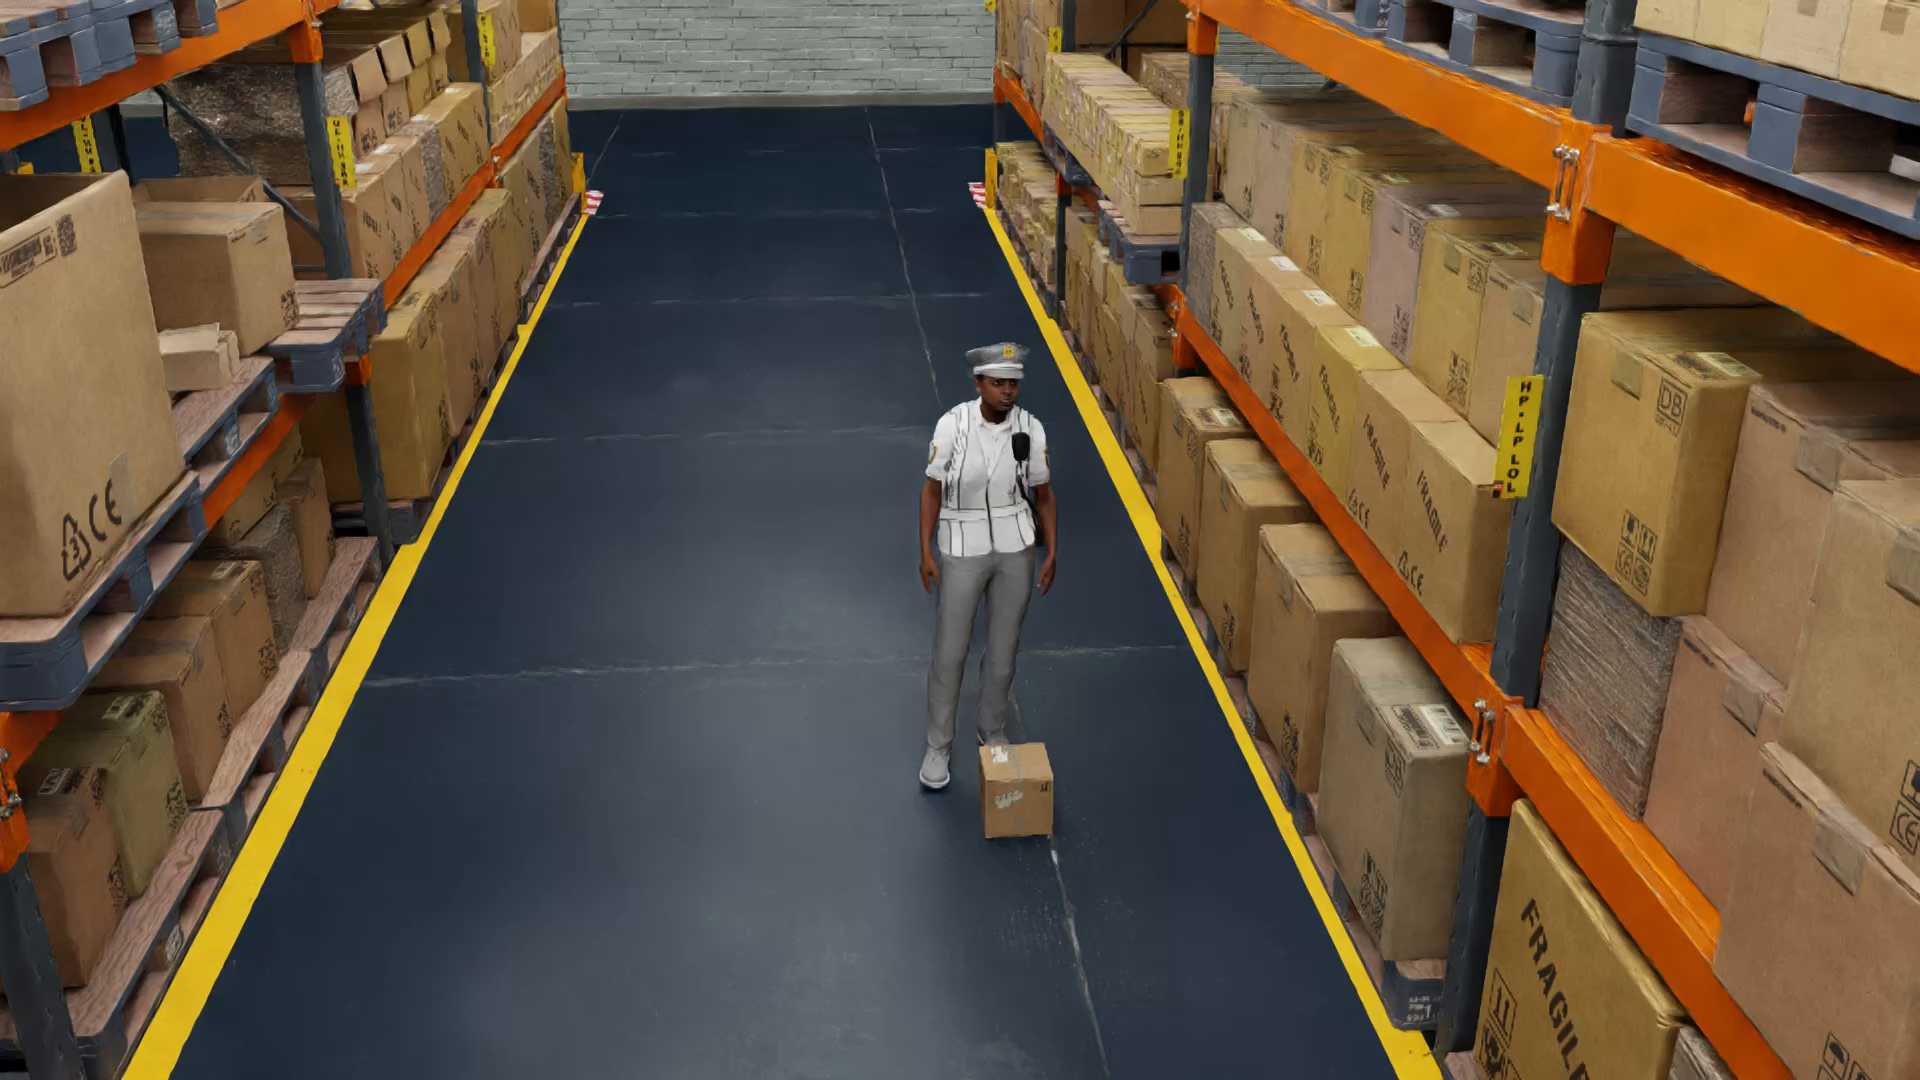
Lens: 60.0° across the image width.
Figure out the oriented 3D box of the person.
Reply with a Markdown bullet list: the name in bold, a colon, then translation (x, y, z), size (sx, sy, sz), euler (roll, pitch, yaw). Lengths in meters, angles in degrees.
- **person**: translation (0.101, 0.078, 6.359), size (0.572, 1.695, 0.531), euler (-3, 24, -7)
